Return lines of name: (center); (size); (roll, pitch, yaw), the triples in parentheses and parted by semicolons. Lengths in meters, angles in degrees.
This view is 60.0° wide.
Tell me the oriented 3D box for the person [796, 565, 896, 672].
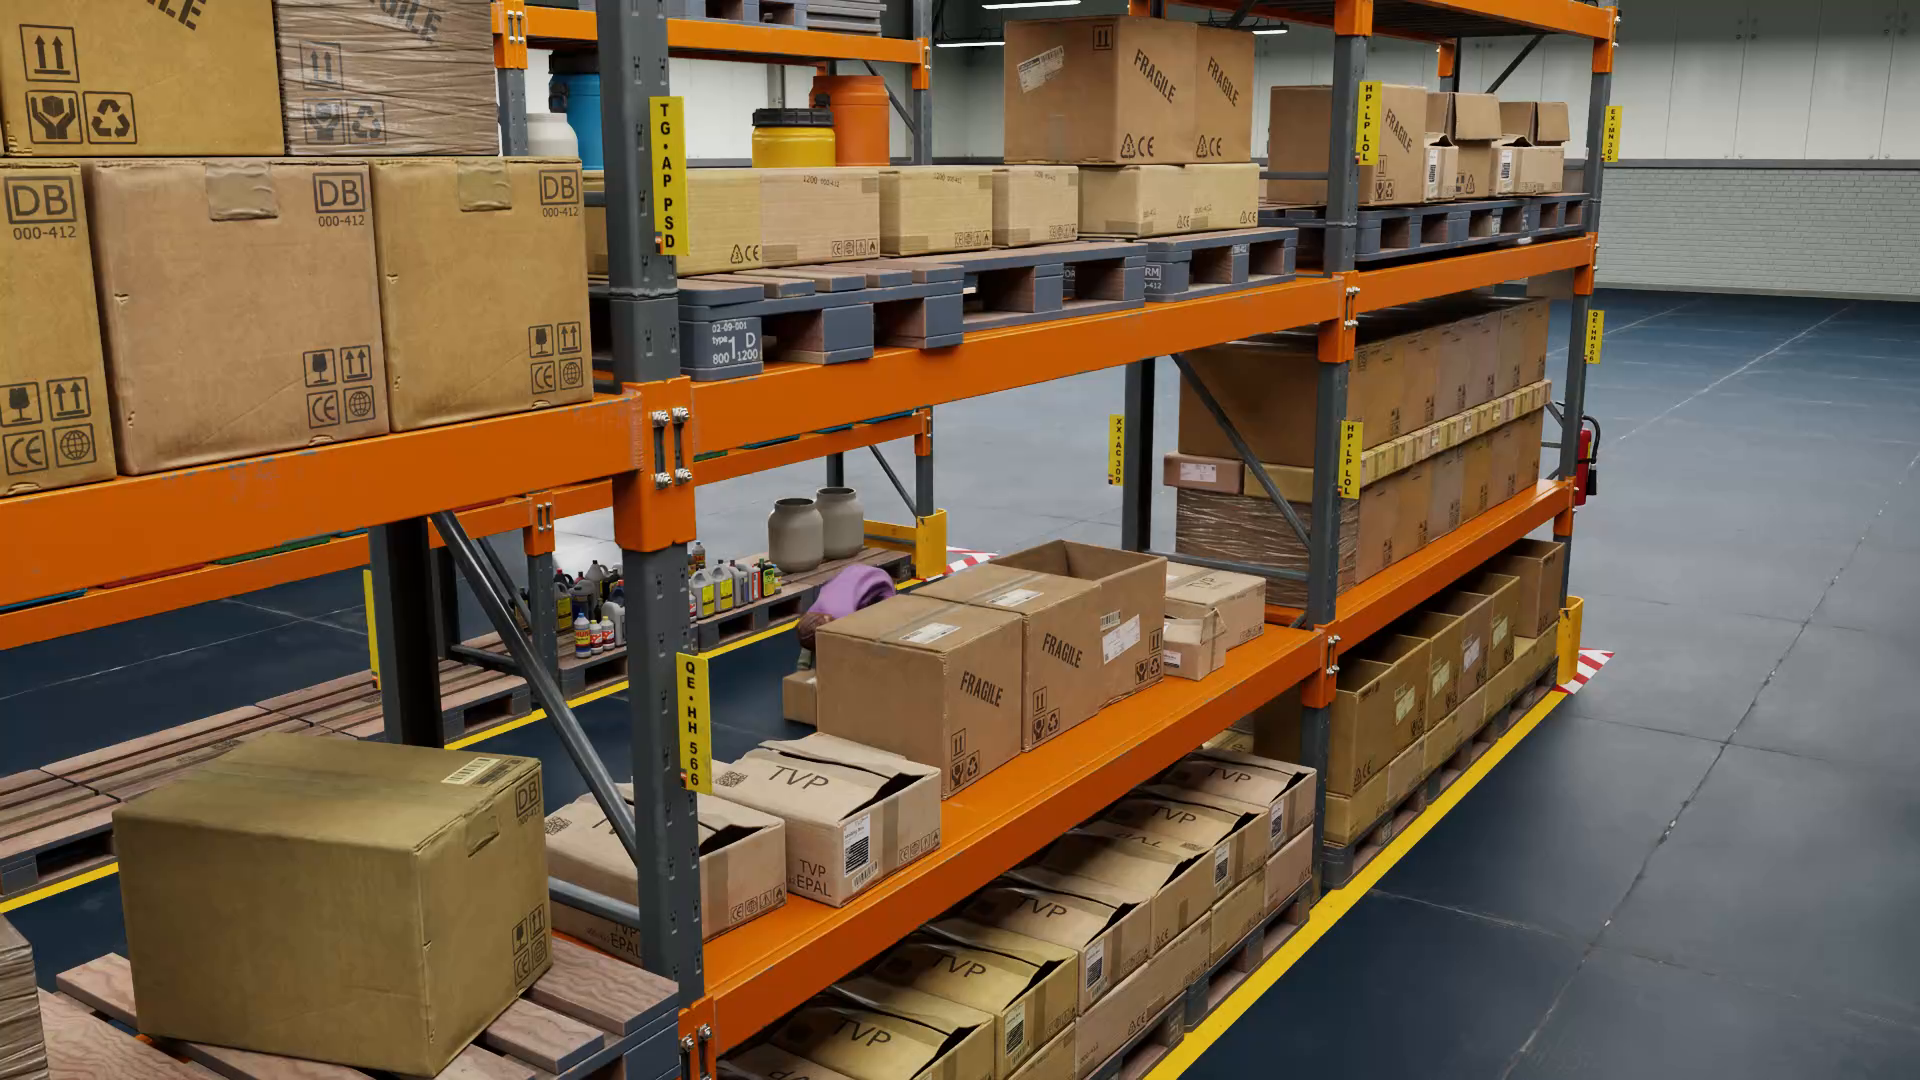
person: (-0.710, 0.607, 10.062); (0.403, 0.846, 0.854); (8, 15, 30)
